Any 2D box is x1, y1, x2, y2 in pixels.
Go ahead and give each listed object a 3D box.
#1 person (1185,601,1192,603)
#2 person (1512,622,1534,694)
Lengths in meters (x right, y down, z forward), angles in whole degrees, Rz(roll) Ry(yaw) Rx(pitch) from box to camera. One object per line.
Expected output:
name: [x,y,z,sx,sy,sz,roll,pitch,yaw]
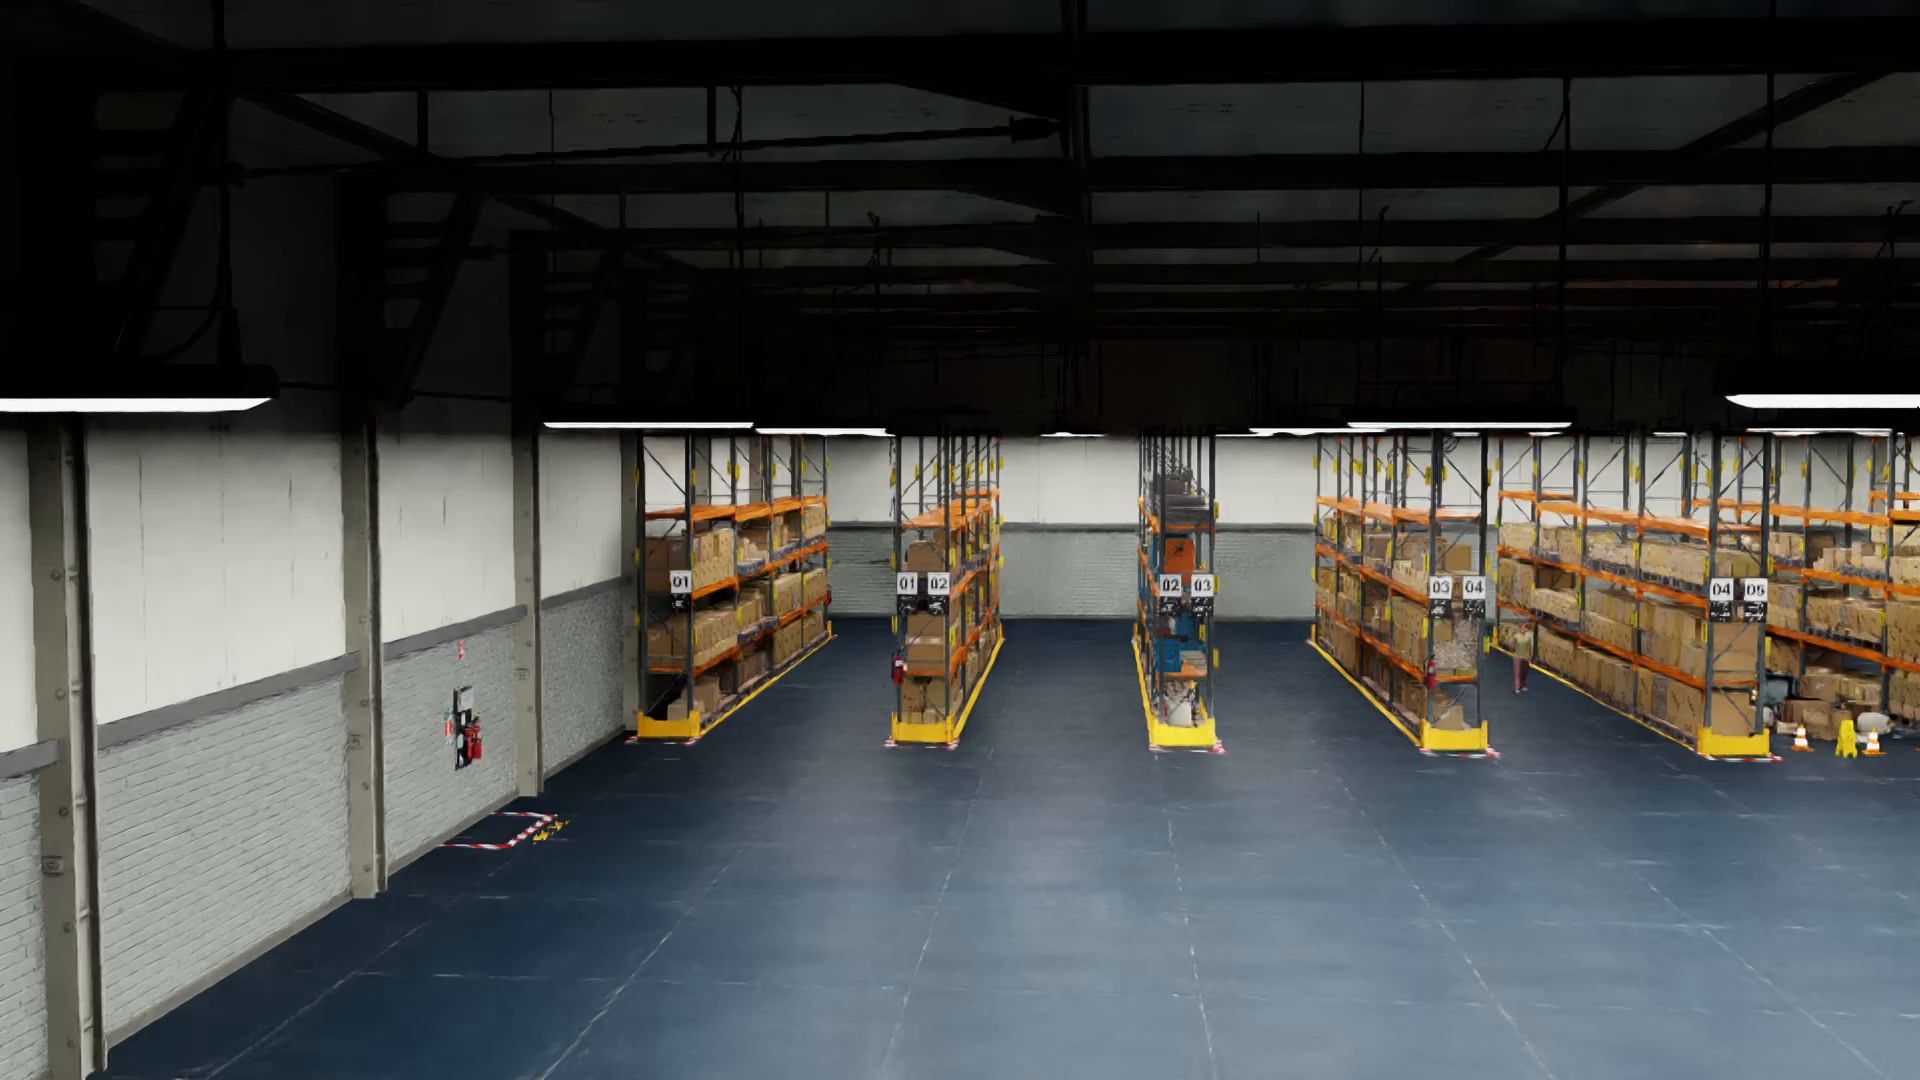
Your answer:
person: [6.568,1.929,47.955,0.666,1.750,0.666,-2,4,-26]
person: [12.644,2.633,37.347,0.447,1.605,1.017,1,4,13]
